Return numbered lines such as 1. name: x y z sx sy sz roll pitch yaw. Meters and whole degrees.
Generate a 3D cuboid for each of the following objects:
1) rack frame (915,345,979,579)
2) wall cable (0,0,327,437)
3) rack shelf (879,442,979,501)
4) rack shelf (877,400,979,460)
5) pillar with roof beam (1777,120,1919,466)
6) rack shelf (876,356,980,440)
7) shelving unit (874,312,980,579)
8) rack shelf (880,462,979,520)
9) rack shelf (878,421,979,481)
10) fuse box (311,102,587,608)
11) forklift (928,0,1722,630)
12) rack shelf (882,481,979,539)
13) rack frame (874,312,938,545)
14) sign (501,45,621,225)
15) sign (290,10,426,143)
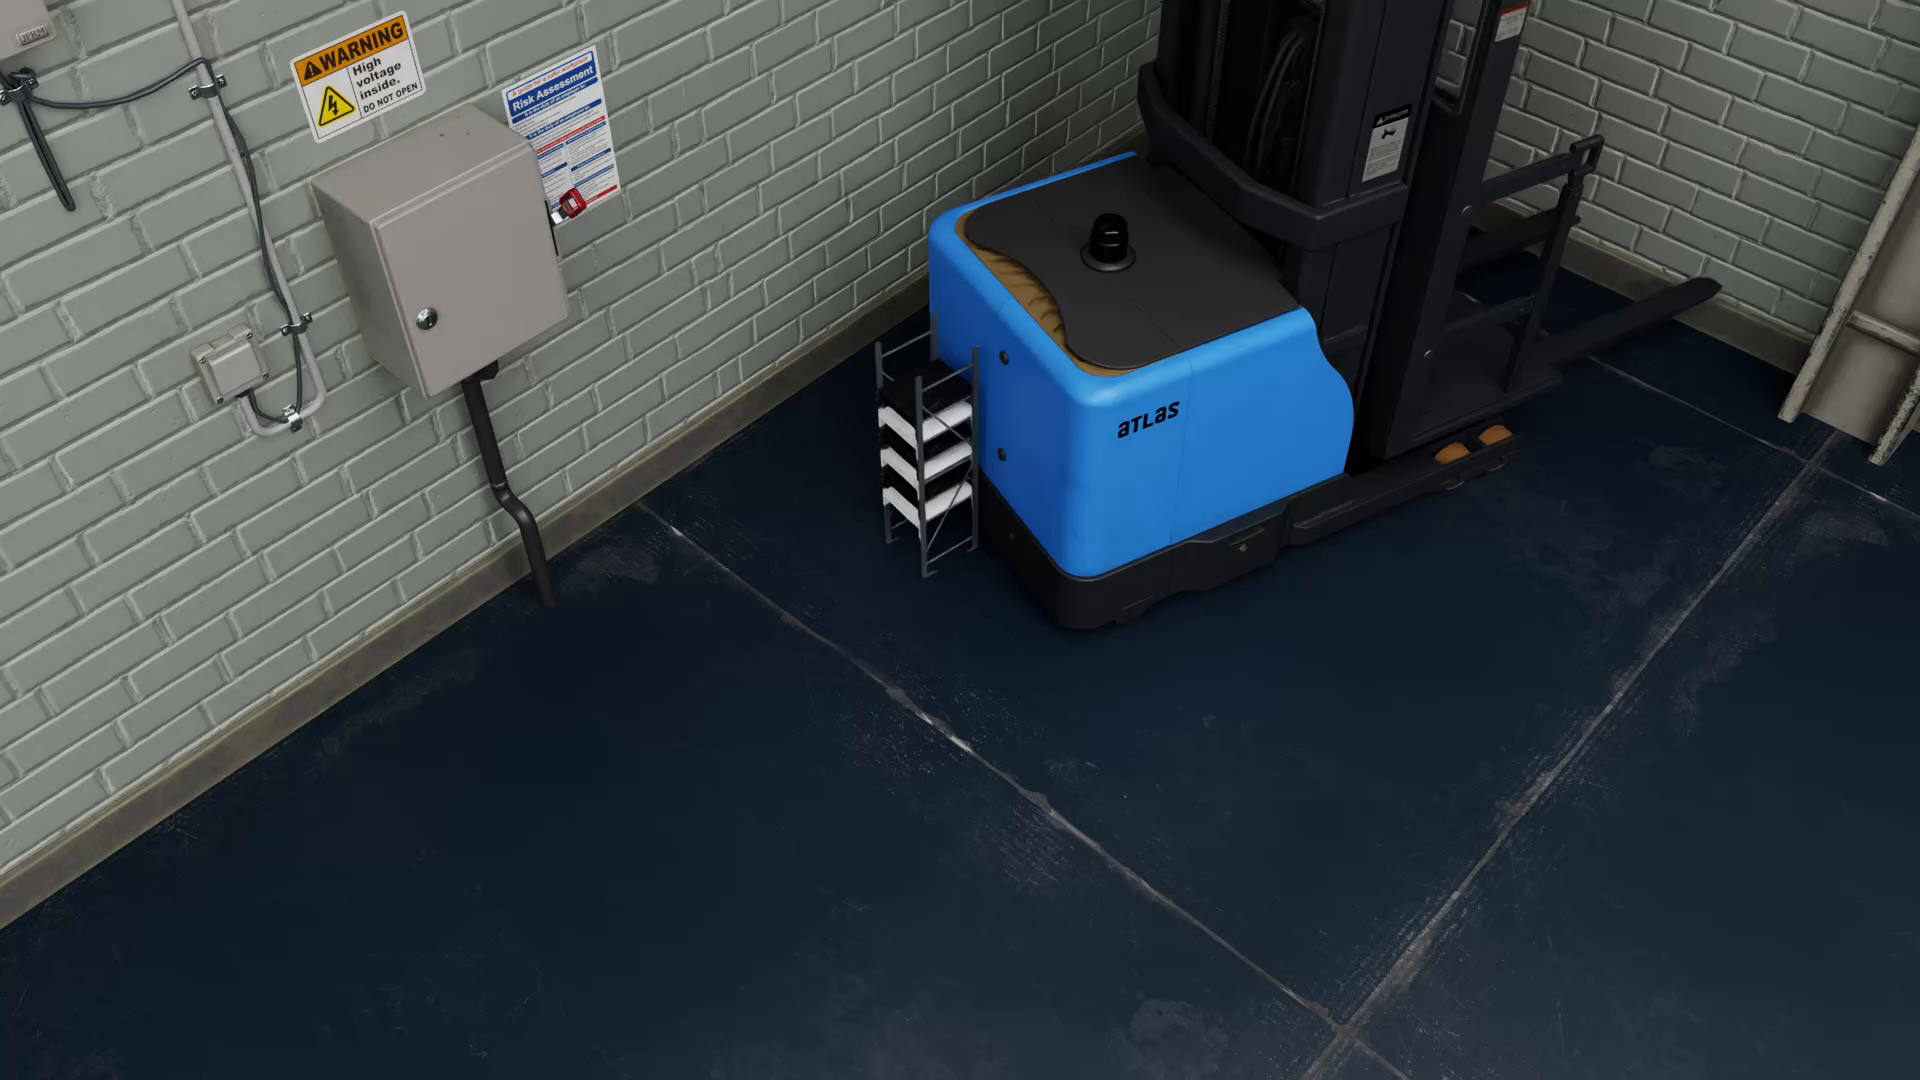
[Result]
1. rack frame: -0.037 -0.231 5.348 0.240 0.900 0.006 -30 54 -25
2. wall cable: -1.915 -0.883 3.825 0.122 1.984 0.588 34 55 28
3. rack shelf: -0.100 -0.266 5.427 0.258 0.077 0.200 -30 54 -25
4. rack shelf: -0.101 -0.389 5.295 0.258 0.077 0.200 -30 54 -25
5. pillar with roof beam: 0.365 -1.219 0.722 0.400 9.000 9.100 34 55 28
6. rack shelf: -0.101 -0.450 5.229 0.258 0.077 0.200 -30 54 -25
7. shelving unit: -0.100 -0.289 5.402 0.258 0.900 0.210 -30 54 -25
8. rack shelf: -0.099 -0.205 5.493 0.258 0.077 0.200 -30 54 -25
9. rack shelf: -0.100 -0.327 5.361 0.258 0.077 0.200 -30 54 -25
10. fuse box: -1.336 -0.382 4.935 0.414 1.711 0.539 34 55 28
11. forklift: 1.426 -1.501 5.149 3.031 2.935 1.130 -22 51 -19
12. rack shelf: -0.099 -0.143 5.559 0.258 0.077 0.200 -30 54 -25
13. rack frame: -0.163 -0.347 5.457 0.240 0.900 0.006 -30 54 -25
14. sign: -1.154 -1.158 4.845 0.001 0.494 0.329 34 55 28
15. sign: -1.526 -1.179 4.233 0.001 0.242 0.339 34 55 28
